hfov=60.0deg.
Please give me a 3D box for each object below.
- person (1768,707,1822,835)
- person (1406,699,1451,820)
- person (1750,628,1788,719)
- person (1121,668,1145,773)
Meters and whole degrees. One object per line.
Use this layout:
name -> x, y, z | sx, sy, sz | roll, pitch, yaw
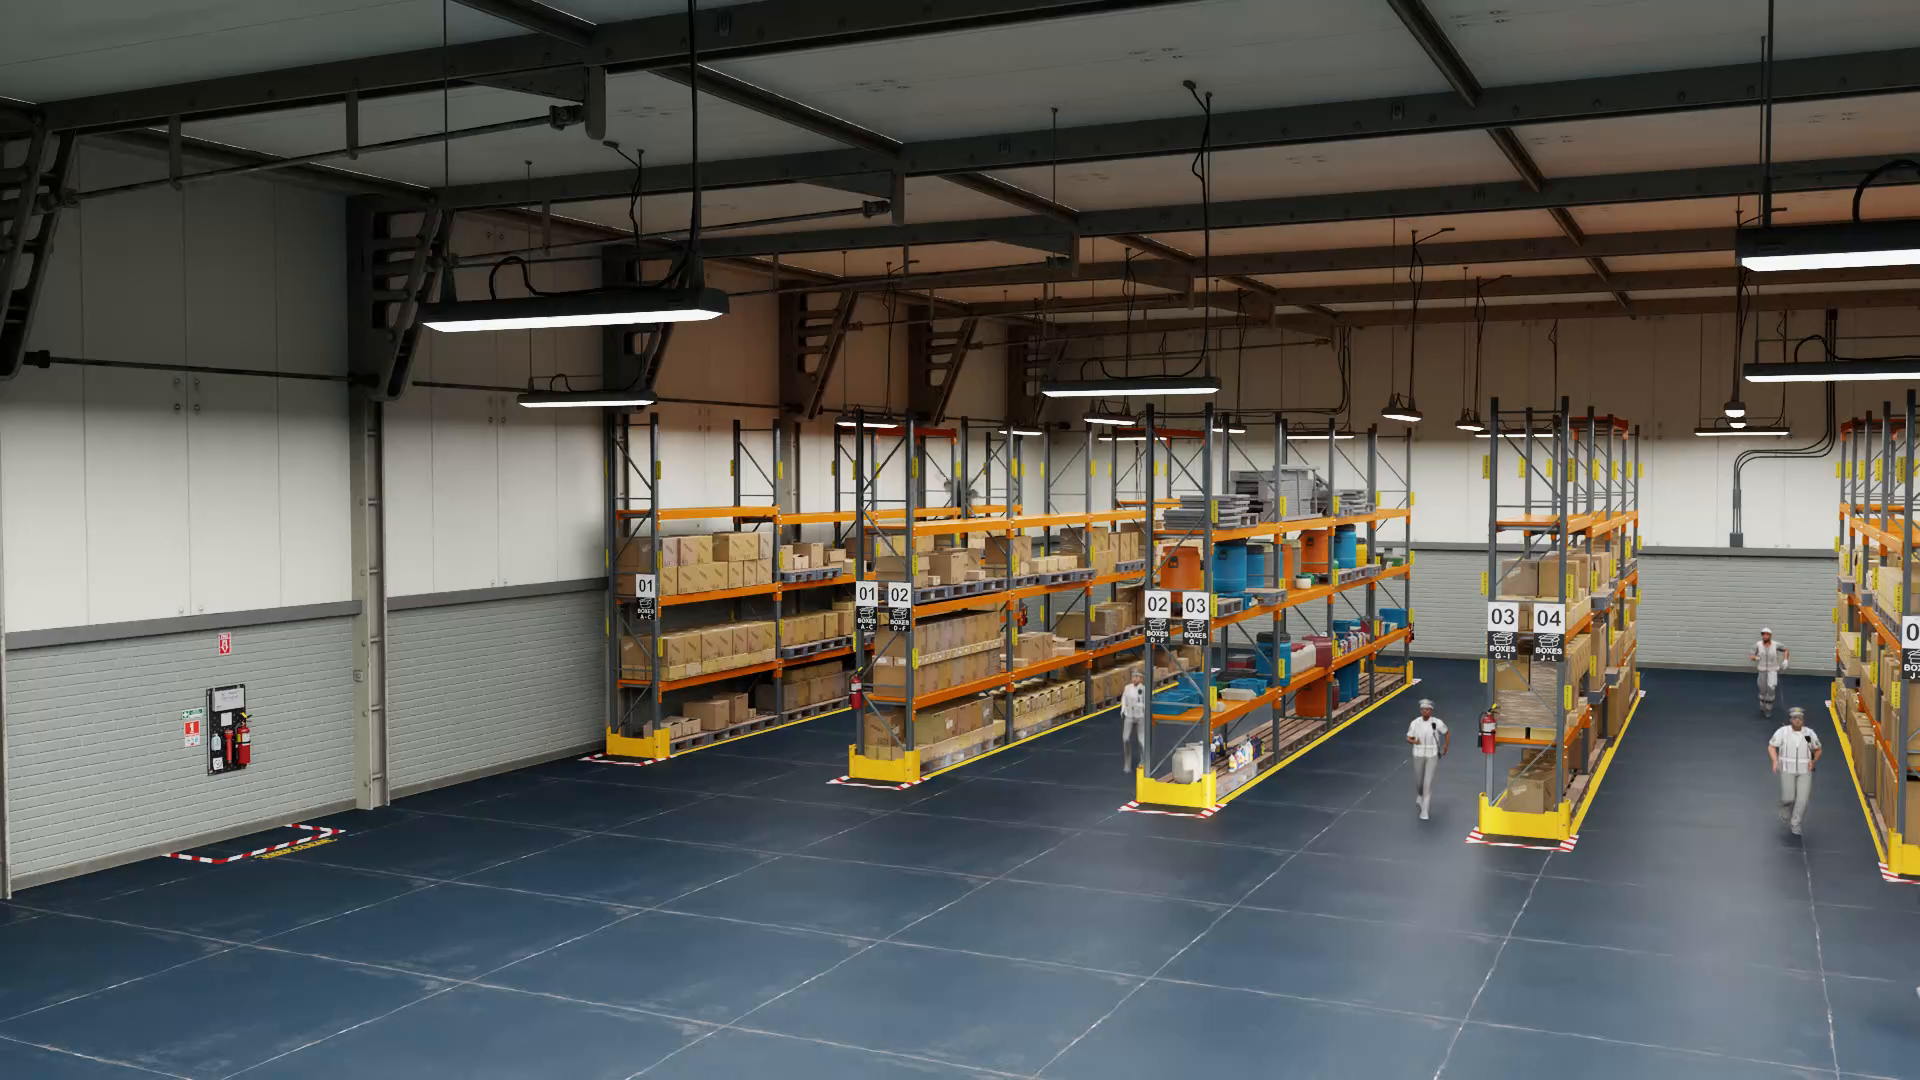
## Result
person -> 11.560, 3.171, 23.008 | 0.670, 1.742, 0.599 | 1, 3, 20
person -> 6.755, 3.140, 24.100 | 0.592, 1.655, 0.988 | 1, 3, 26
person -> 16.410, 2.692, 33.749 | 0.674, 1.821, 0.910 | 2, 3, 34
person -> 2.919, 2.996, 27.642 | 0.578, 1.752, 0.740 | 1, 3, 21
